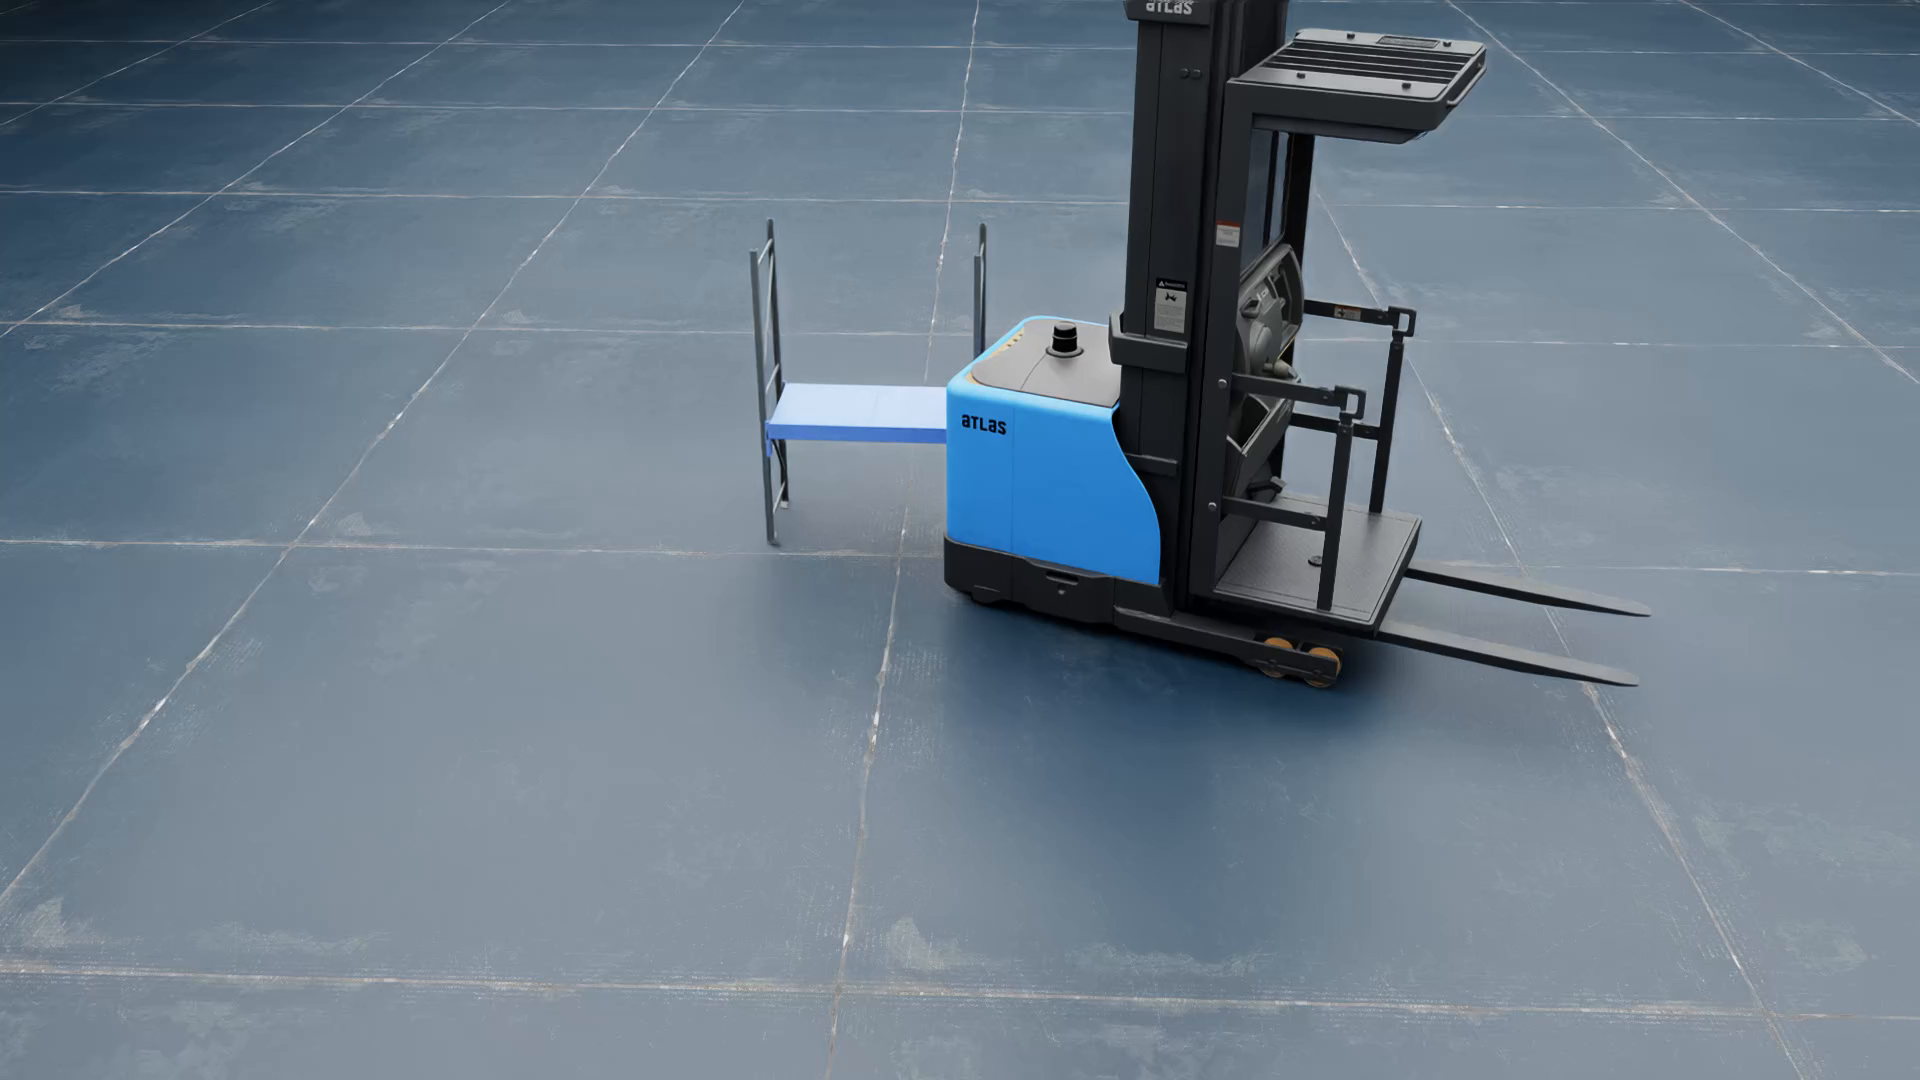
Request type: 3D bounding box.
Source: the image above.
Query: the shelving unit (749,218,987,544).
[{"bbox_3d":[-0.413,-0.744,8.052,1.048,1.500,0.538,2,28,3],"label":"shelving unit"}]

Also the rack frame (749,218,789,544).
[{"bbox_3d":[-0.920,-0.759,8.081,0.032,1.500,0.500,2,28,3],"label":"rack frame"}]

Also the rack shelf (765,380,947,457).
[{"bbox_3d":[-0.413,-0.585,8.136,1.000,0.185,0.538,2,28,3],"label":"rack shelf"}]

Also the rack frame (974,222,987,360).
[{"bbox_3d":[0.094,-0.728,8.022,0.032,1.500,0.500,2,28,3],"label":"rack frame"}]

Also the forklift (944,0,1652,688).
[{"bbox_3d":[1.485,-0.952,6.917,3.031,2.935,1.130,12,30,22],"label":"forklift"}]
